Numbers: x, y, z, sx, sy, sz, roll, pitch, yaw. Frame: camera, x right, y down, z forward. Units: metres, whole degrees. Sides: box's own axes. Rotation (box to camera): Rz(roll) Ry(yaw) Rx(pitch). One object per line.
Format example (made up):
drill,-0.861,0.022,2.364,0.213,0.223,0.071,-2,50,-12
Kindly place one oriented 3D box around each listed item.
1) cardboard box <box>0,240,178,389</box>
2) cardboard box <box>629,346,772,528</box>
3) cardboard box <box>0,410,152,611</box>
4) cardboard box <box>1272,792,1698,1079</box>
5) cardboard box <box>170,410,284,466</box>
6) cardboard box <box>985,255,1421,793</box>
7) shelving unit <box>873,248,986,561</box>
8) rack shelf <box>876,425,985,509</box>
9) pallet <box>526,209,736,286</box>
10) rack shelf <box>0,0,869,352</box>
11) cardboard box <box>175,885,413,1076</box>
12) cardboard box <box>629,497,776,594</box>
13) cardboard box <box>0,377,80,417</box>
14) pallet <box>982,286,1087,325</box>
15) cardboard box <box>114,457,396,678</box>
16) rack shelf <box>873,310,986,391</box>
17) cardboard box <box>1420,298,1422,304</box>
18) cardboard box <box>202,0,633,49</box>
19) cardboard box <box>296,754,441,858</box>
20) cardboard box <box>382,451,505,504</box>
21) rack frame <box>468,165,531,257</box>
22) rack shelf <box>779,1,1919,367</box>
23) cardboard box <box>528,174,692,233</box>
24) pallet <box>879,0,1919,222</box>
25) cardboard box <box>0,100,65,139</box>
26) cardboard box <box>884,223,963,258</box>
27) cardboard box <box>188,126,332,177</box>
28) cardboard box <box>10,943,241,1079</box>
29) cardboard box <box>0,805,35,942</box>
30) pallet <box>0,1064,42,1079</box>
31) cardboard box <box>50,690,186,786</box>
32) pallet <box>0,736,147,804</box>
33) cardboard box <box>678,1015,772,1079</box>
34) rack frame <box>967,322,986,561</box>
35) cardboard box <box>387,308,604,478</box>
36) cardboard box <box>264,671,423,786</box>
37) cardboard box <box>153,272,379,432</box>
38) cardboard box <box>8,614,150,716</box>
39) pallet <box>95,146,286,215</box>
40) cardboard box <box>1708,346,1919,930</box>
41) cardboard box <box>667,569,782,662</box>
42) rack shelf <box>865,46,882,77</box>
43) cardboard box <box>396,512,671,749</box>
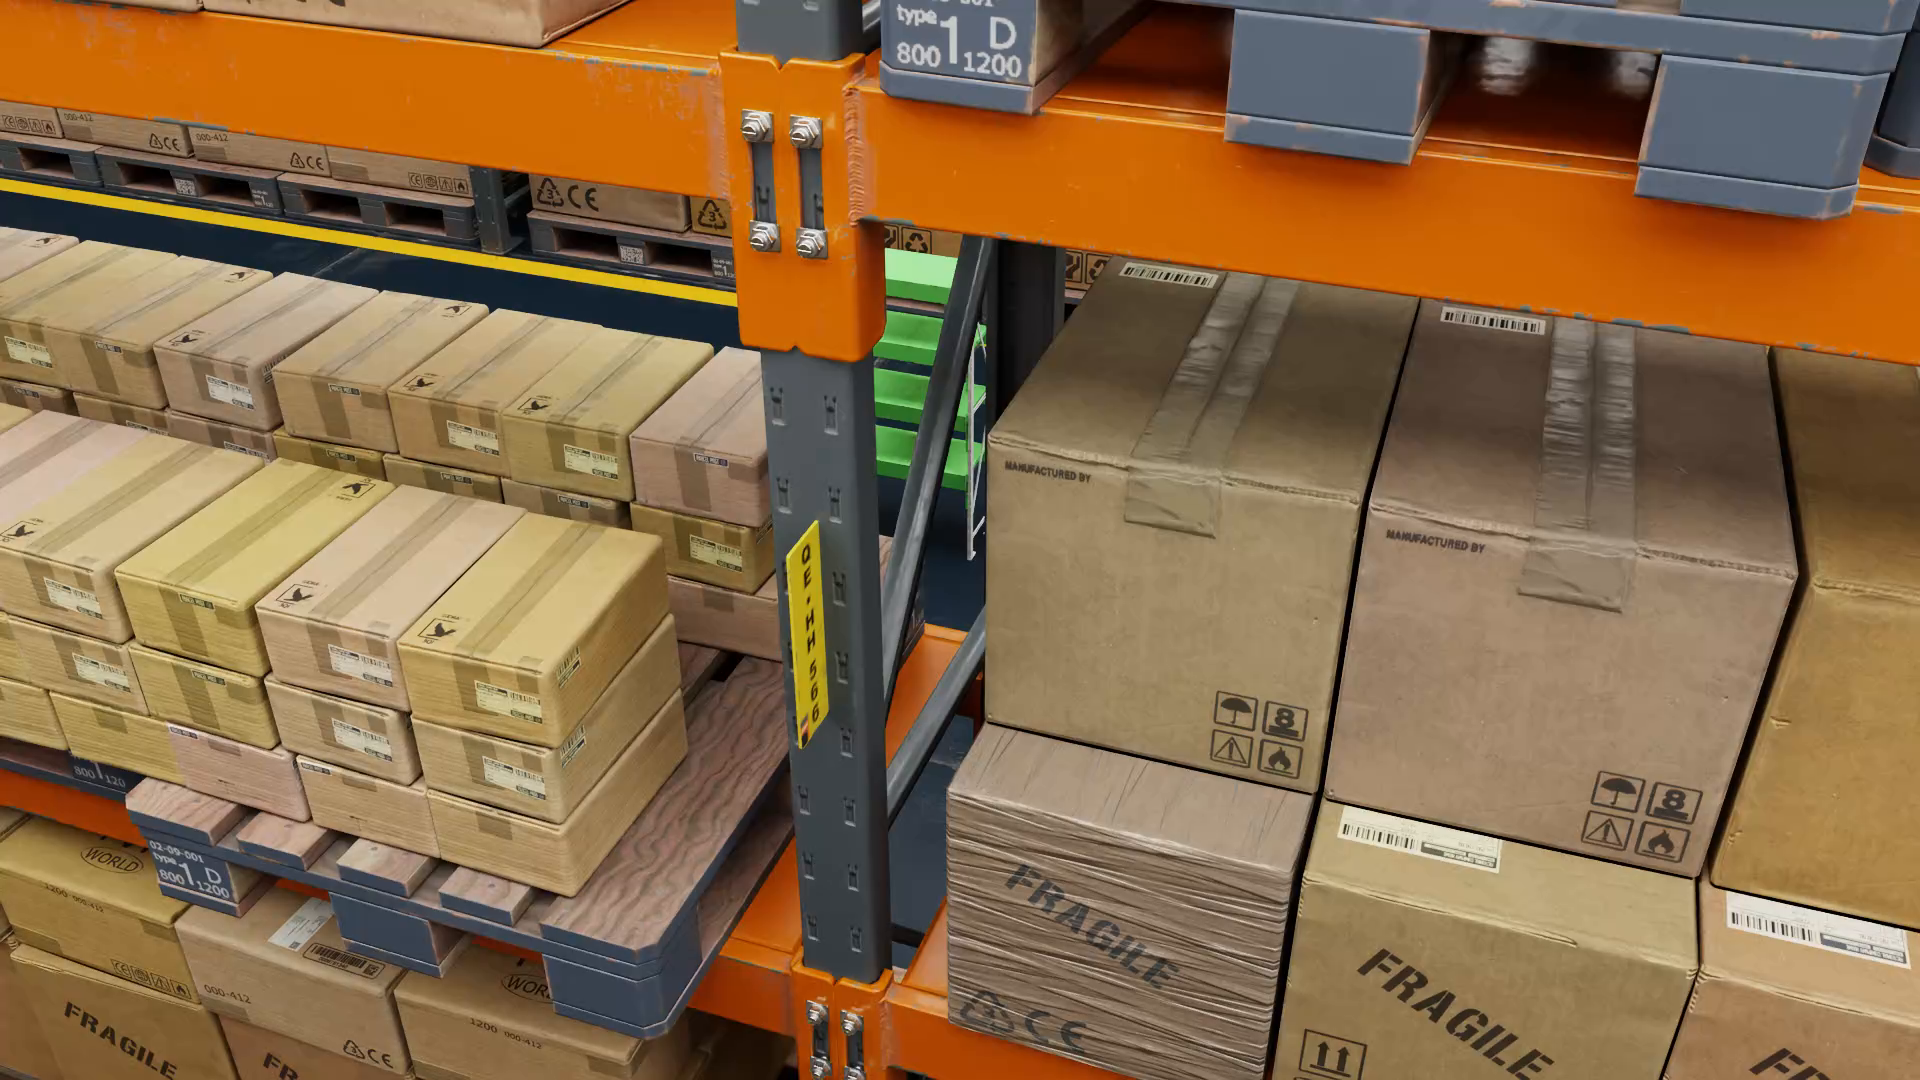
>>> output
cardboard box,-1.873,-0.484,3.531,0.250,0.149,0.380,11,34,16
cardboard box,-0.406,-0.198,3.087,0.250,0.149,0.380,11,34,17
cardboard box,-1.608,-0.058,2.871,0.250,0.149,0.380,11,34,16
cardboard box,0.779,0.577,2.499,0.500,0.500,0.500,11,34,16
cardboard box,-1.400,-0.267,3.469,0.250,0.149,0.380,11,34,17
cardboard box,0.387,-0.068,2.575,0.500,0.500,0.700,11,34,16
shelving unit,-0.156,-0.534,5.971,0.503,1.200,0.258,11,34,16
rack shelf,-0.156,-0.279,6.136,0.480,0.148,0.258,11,34,16
pallet,-1.471,-1.697,8.683,1.213,0.211,1.003,11,34,16
rack shelf,-1.915,-1.017,2.957,4.000,0.370,1.077,11,34,16
cardboard box,-1.244,0.788,3.491,0.500,0.250,0.500,11,35,17
cardboard box,-0.420,-0.080,3.178,0.250,0.149,0.380,13,35,19
cardboard box,-1.888,-0.362,3.615,0.250,0.149,0.380,12,35,18
pallet,0.826,-1.250,7.992,1.213,0.211,1.003,11,34,16
cardboard box,-1.131,0.036,2.725,0.250,0.149,0.380,12,35,18
rack shelf,-0.156,-0.682,5.876,0.480,0.148,0.258,11,34,16
cardboard box,2.071,-1.203,7.383,0.625,0.372,0.950,9,34,13
cardboard box,-0.656,-0.970,2.129,0.500,0.500,0.500,11,34,16
cardboard box,-0.885,0.334,2.811,0.250,0.149,0.380,11,34,16
cardboard box,-0.928,-0.175,3.326,0.250,0.149,0.380,10,34,15
rack frame,-2.223,-2.971,8.086,0.127,3.000,1.000,11,34,16
rack shelf,1.850,-0.285,1.823,4.000,0.370,1.077,11,34,16
cardboard box,-1.612,-2.182,8.436,0.875,0.875,0.875,12,35,18
pallet,0.592,-0.783,2.106,1.003,0.211,1.213,13,35,19
cardboard box,-5.334,-2.733,9.693,0.875,0.438,0.875,10,34,15
cardboard box,0.082,-1.857,7.932,0.875,0.875,0.875,11,35,17
cardboard box,-3.621,-2.404,9.183,0.875,0.438,0.875,10,34,15
cardboard box,-1.731,1.009,3.840,0.500,0.500,0.500,9,34,14
cardboard box,-2.211,0.596,3.788,0.500,0.250,0.500,12,35,18
pallet,-1.912,1.111,4.335,1.213,0.211,1.003,11,34,16
cardboard box,-1.361,0.240,2.957,0.250,0.149,0.380,11,34,16
pallet,-1.910,0.046,3.590,1.213,0.211,1.003,11,34,16
cardboard box,-0.740,1.194,3.553,0.500,0.500,0.500,11,34,16
rack frame,0.074,-0.490,5.902,0.015,1.200,0.240,11,34,16
cardboard box,-0.885,-0.292,3.233,0.250,0.149,0.380,11,34,16
cardboard box,-0.903,0.205,2.737,0.250,0.149,0.380,12,35,18
cardboard box,-1.390,-0.389,3.384,0.250,0.149,0.380,13,35,19
cardboard box,-1.387,0.113,2.880,0.250,0.149,0.380,11,34,17
pallet,-4.065,-2.201,9.464,1.213,0.211,1.003,11,34,16
cardboard box,1.347,0.117,2.289,0.500,0.500,0.700,10,34,16
cardboard box,-0.386,0.051,3.249,0.250,0.149,0.380,11,34,16
rack shelf,-0.340,-2.303,7.714,4.000,0.370,1.077,11,34,16
cardboard box,-0.649,0.131,2.578,0.250,0.149,0.380,10,34,15
